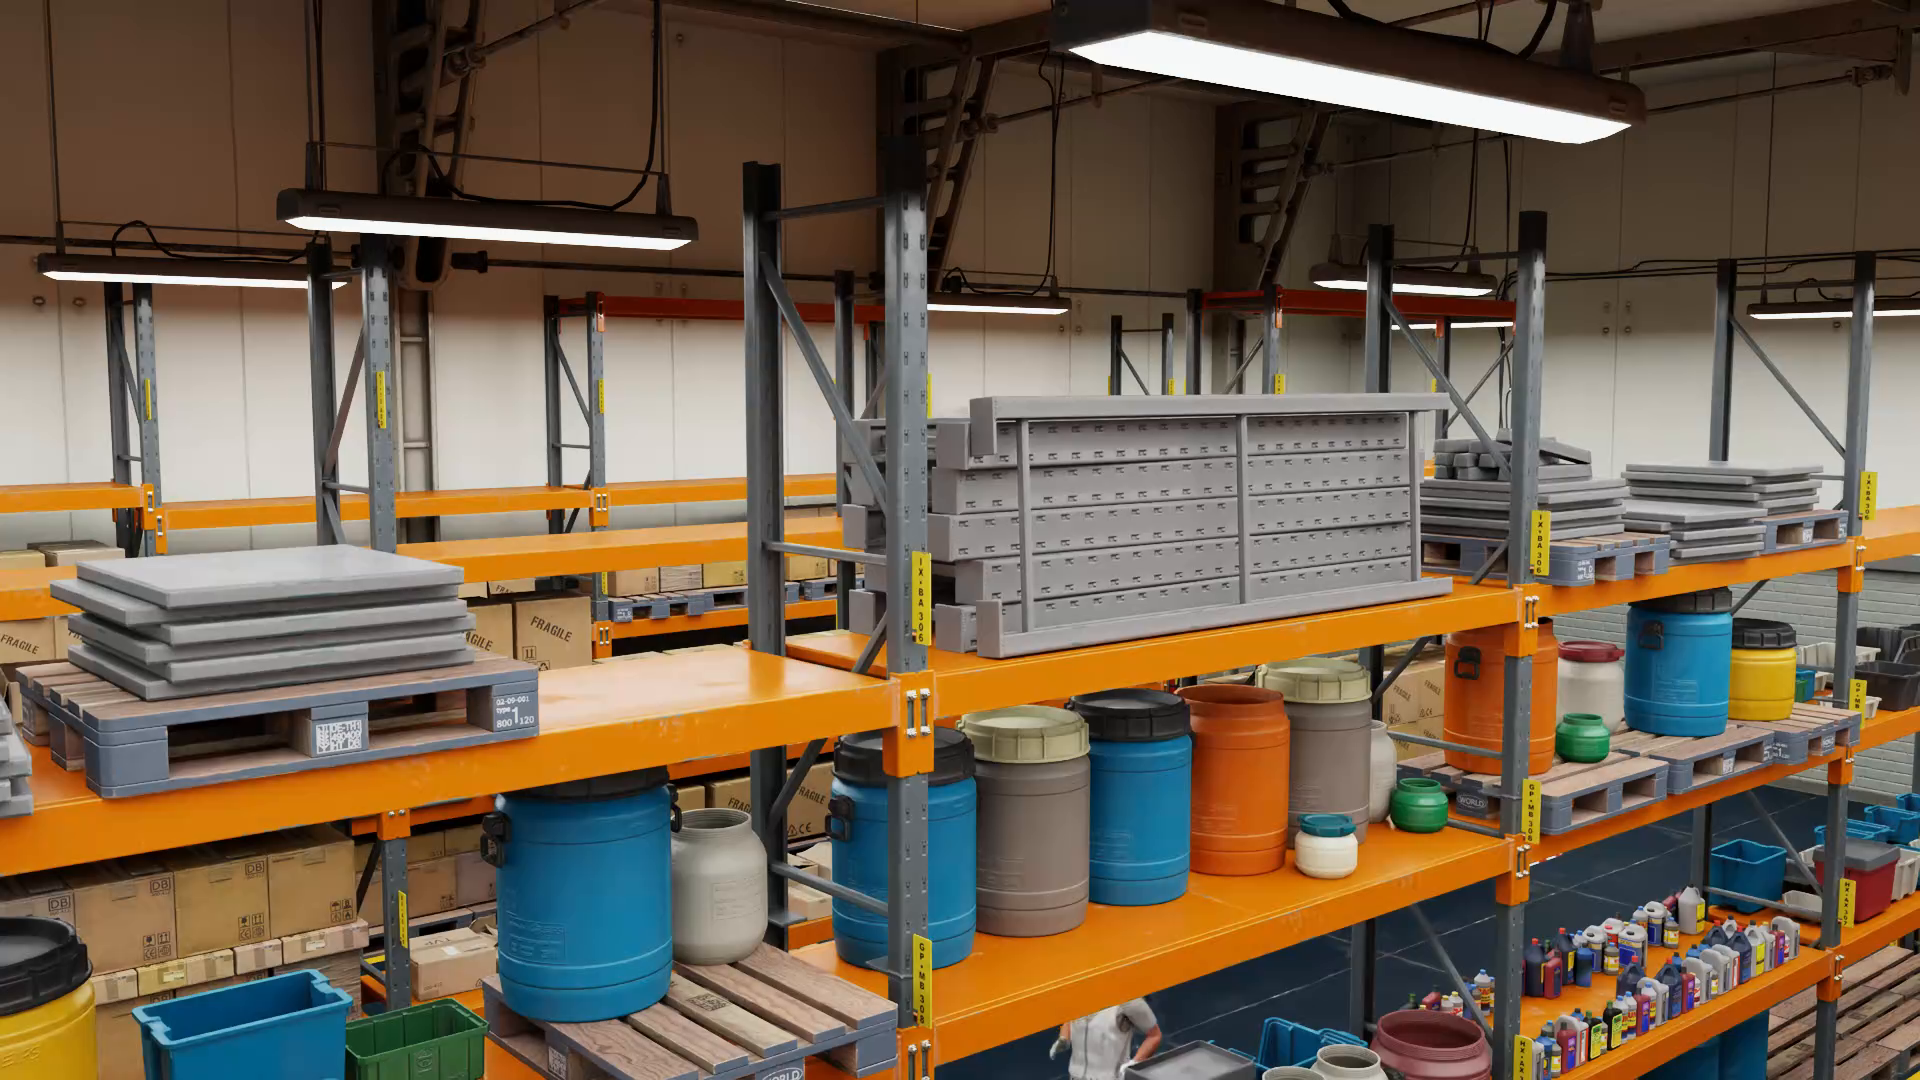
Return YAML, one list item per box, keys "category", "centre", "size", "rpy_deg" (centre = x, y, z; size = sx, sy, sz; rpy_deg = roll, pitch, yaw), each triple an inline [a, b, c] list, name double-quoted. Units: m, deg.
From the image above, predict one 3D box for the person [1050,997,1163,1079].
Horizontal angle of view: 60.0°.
- category: "person"
  centre: [0.905, 3.279, 10.266]
  size: [0.667, 1.699, 0.766]
  rpy_deg: [5, 7, 42]
